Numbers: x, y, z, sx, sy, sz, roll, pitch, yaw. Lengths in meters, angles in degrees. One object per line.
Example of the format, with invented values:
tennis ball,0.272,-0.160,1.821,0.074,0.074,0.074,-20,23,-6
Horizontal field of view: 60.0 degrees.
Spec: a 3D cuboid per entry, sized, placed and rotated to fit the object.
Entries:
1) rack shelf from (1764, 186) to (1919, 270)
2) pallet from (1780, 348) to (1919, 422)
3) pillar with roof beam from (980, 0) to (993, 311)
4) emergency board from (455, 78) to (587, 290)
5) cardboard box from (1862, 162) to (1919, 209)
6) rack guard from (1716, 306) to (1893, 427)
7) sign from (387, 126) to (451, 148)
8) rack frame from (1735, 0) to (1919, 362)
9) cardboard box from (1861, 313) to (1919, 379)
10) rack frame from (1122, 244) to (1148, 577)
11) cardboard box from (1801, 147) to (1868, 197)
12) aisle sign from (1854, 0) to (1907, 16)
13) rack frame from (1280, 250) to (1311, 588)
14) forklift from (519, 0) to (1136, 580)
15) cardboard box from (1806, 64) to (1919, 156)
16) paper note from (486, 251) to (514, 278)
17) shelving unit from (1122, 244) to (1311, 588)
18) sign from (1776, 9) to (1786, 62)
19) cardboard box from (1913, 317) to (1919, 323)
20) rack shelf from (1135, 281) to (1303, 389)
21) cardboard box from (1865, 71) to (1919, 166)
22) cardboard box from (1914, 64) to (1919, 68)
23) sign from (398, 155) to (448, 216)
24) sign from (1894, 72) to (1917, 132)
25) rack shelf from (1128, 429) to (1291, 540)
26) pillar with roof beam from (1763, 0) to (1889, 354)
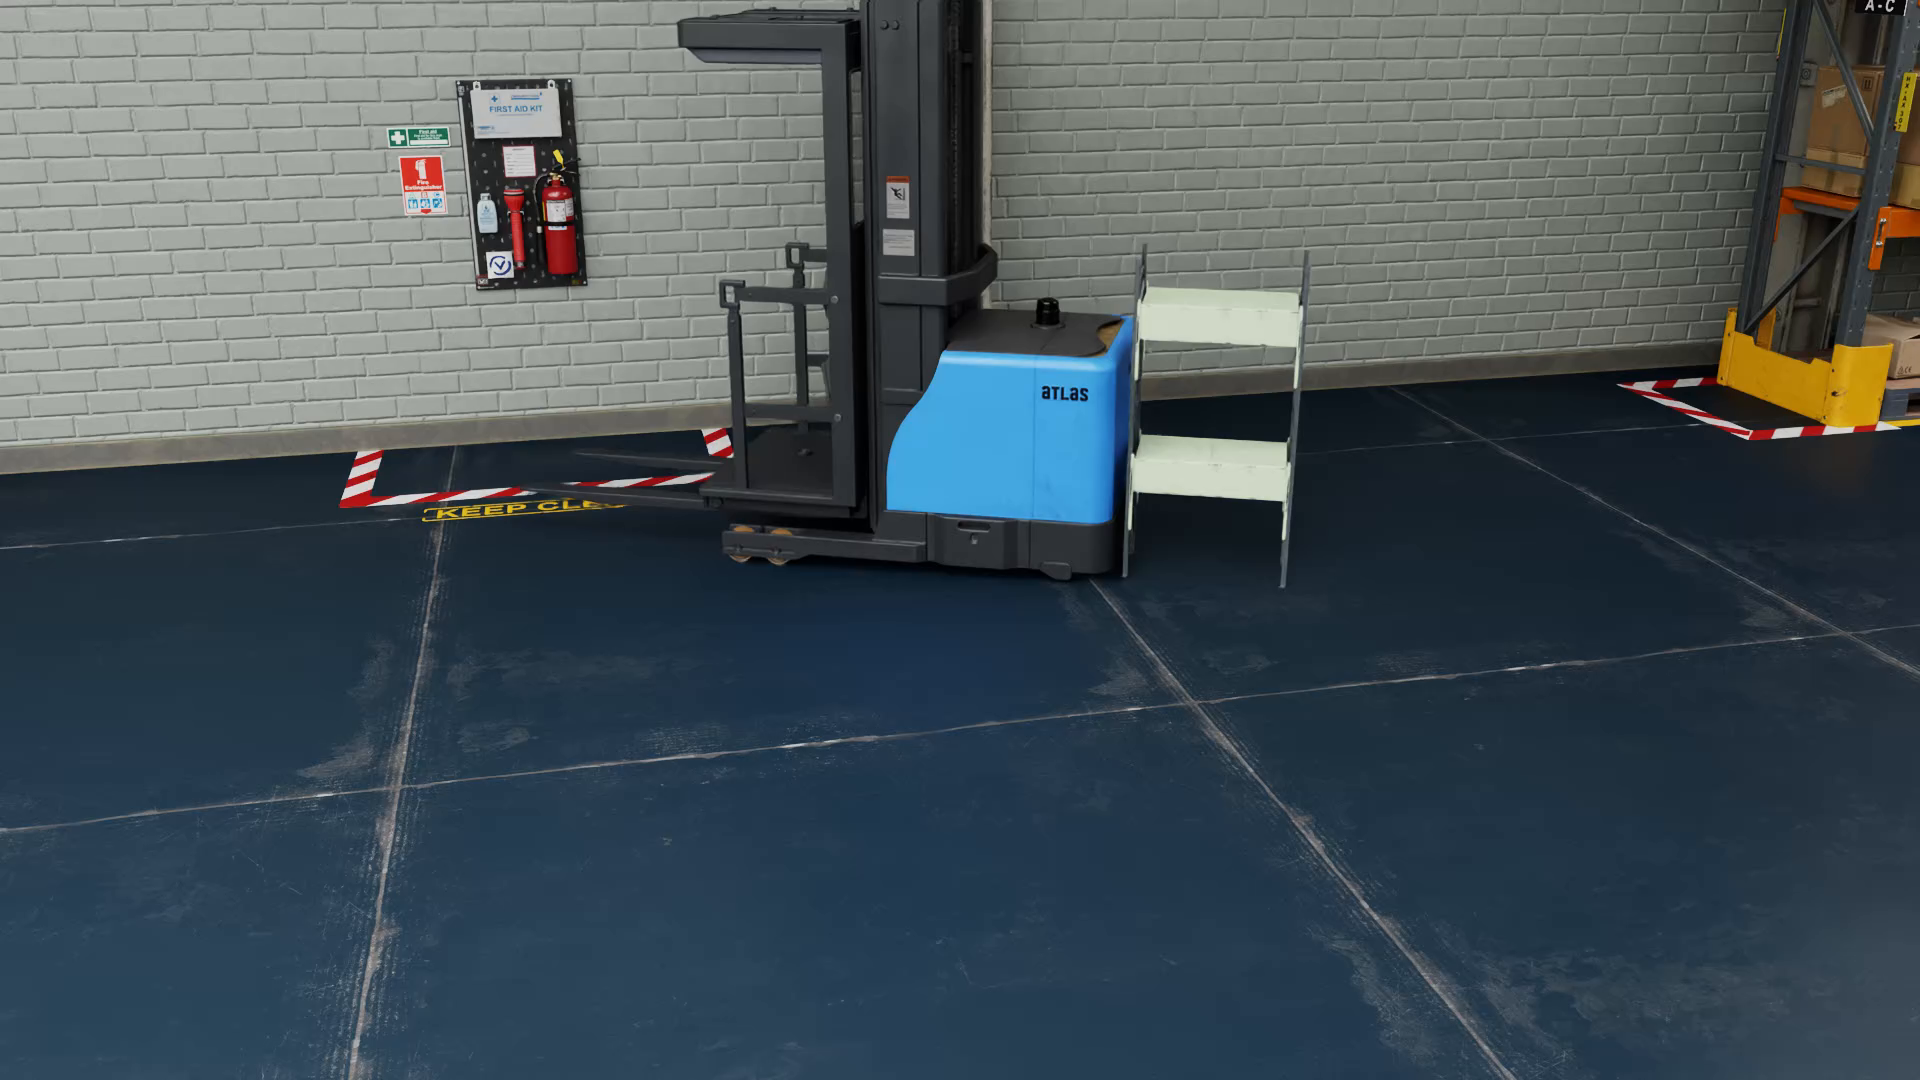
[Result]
rack shelf,7.264,-2.118,10.780,4.000,0.370,1.077,-5,21,-12
pallet,6.190,-1.046,10.864,1.213,0.211,1.003,-5,21,-12
pillar with roof beam,0.952,-3.543,4.904,0.400,9.000,9.100,-5,21,-12
emergency board,-2.453,-1.984,9.371,0.643,1.169,0.194,-5,21,-12
cardboard box,5.866,-2.168,10.062,0.500,0.250,0.500,-5,21,-14
rack guard,5.392,-1.129,10.671,0.348,0.500,1.175,-5,21,-12
sign,-3.008,-2.238,9.241,0.331,0.109,0.001,-5,21,-12
rack frame,5.318,-2.297,10.225,0.127,3.000,1.000,-5,21,-12
cardboard box,6.012,-1.266,10.679,0.500,0.311,0.500,-7,21,-19
rack frame,0.815,-0.597,7.751,0.023,1.500,0.400,4,20,10
cardboard box,5.728,-2.338,10.525,0.500,0.250,0.500,-4,21,-12
aisle sign,5.317,-3.412,9.488,0.004,0.787,0.394,-5,21,-12
rack frame,1.535,-0.548,7.629,0.023,1.500,0.400,4,20,10
forklift,-0.676,-1.432,7.963,3.031,2.935,1.130,4,21,11
cardboard box,5.728,-2.697,10.414,0.500,0.500,0.500,-5,21,-13
paper note,-2.641,-1.580,9.547,0.142,0.148,0.016,-5,21,-12
shelving unit,1.175,-0.572,7.690,0.755,1.500,0.431,4,20,10
sign,5.210,-3.177,10.483,0.005,0.325,0.100,-5,21,-12
cardboard box,6.567,-1.311,10.802,0.500,0.311,0.500,-3,20,-8
rack shelf,1.178,-0.938,7.555,0.720,0.370,0.431,4,20,10
cardboard box,5.851,-2.525,9.946,0.500,0.500,0.500,-5,21,-12
cardboard box,6.220,-2.733,10.514,0.500,0.500,0.500,-4,21,-12
sign,-3.015,-1.992,9.339,0.234,0.329,0.001,-5,21,-12
sign,5.443,-2.522,9.580,0.005,0.325,0.100,-5,21,-12
rack shelf,1.174,-0.266,7.802,0.720,0.370,0.431,4,20,10
pillar with roof beam,6.791,-4.018,6.201,0.400,9.000,9.100,-5,21,-12
